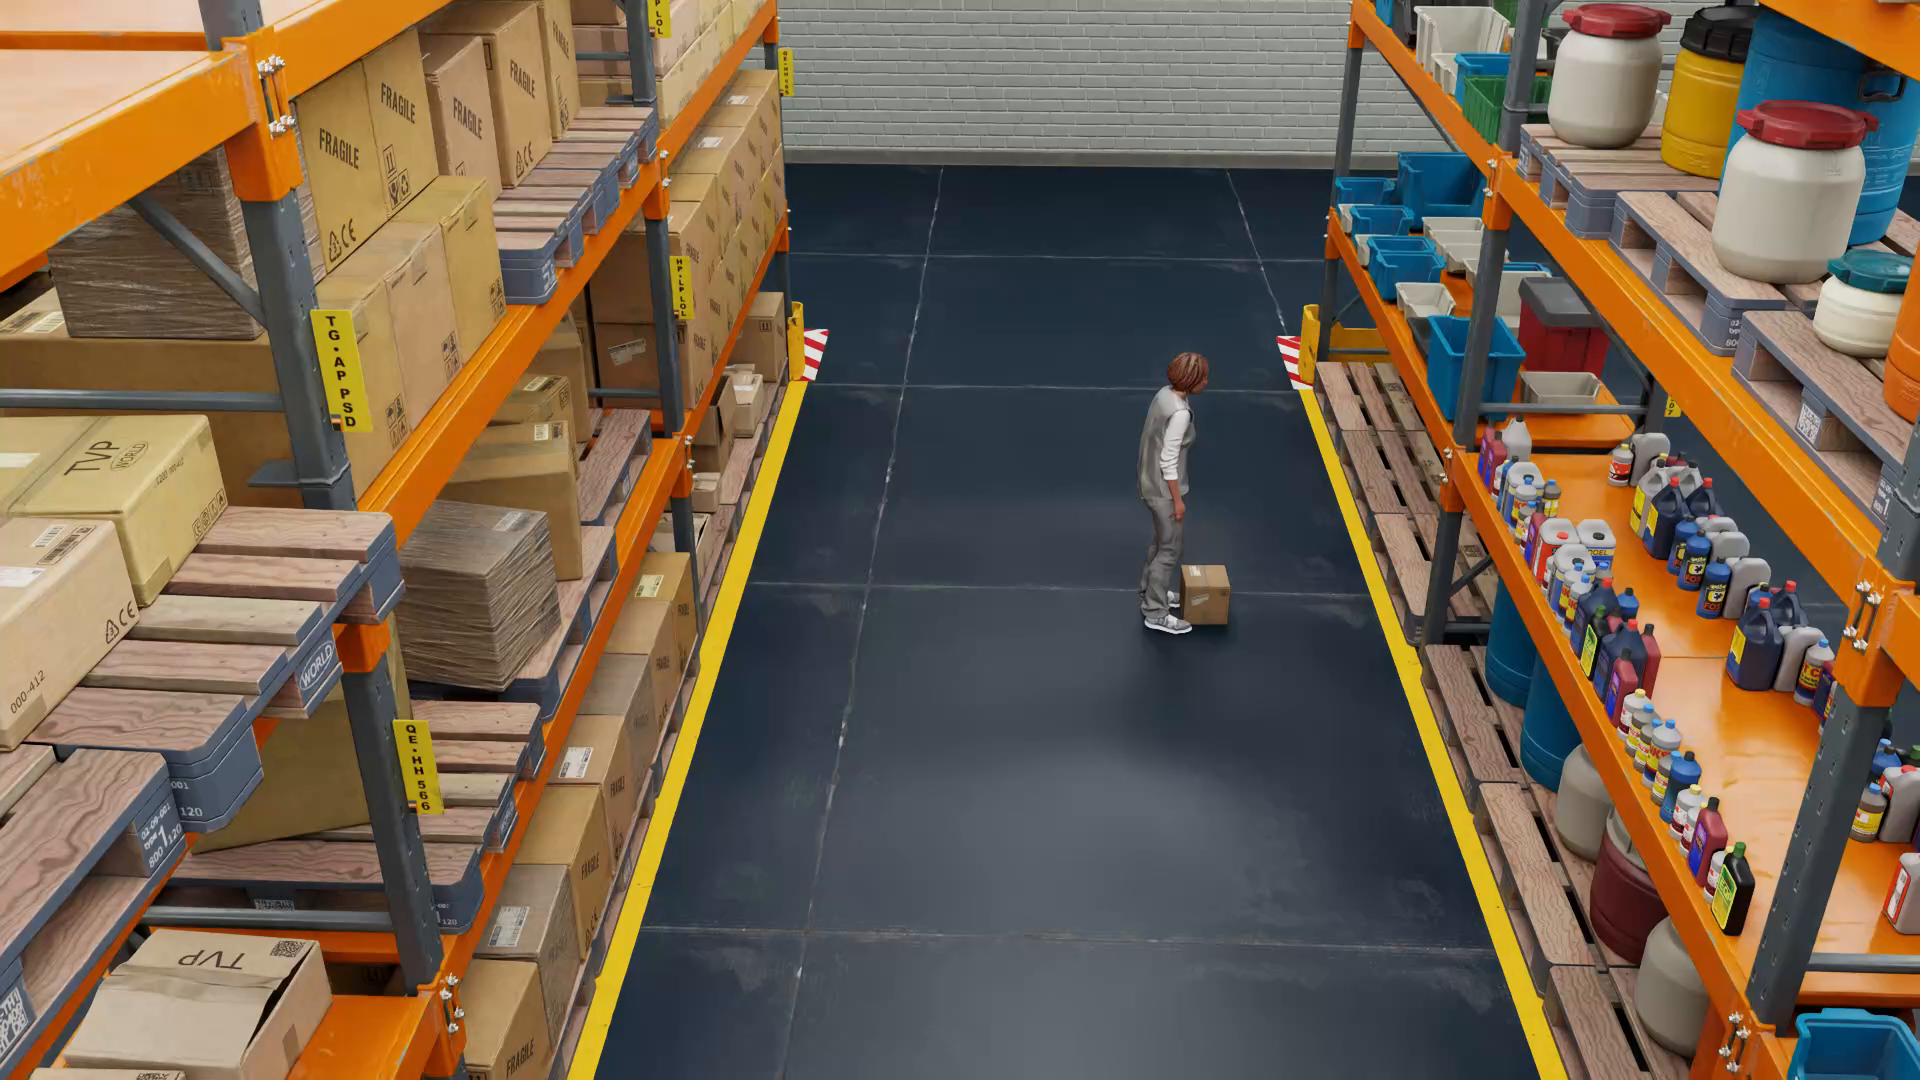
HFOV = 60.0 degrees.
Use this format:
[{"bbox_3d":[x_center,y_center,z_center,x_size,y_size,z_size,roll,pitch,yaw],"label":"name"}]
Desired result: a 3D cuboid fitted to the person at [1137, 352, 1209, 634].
[{"bbox_3d":[1.150,-0.279,9.151,0.349,1.593,0.473,0,28,1],"label":"person"}]
